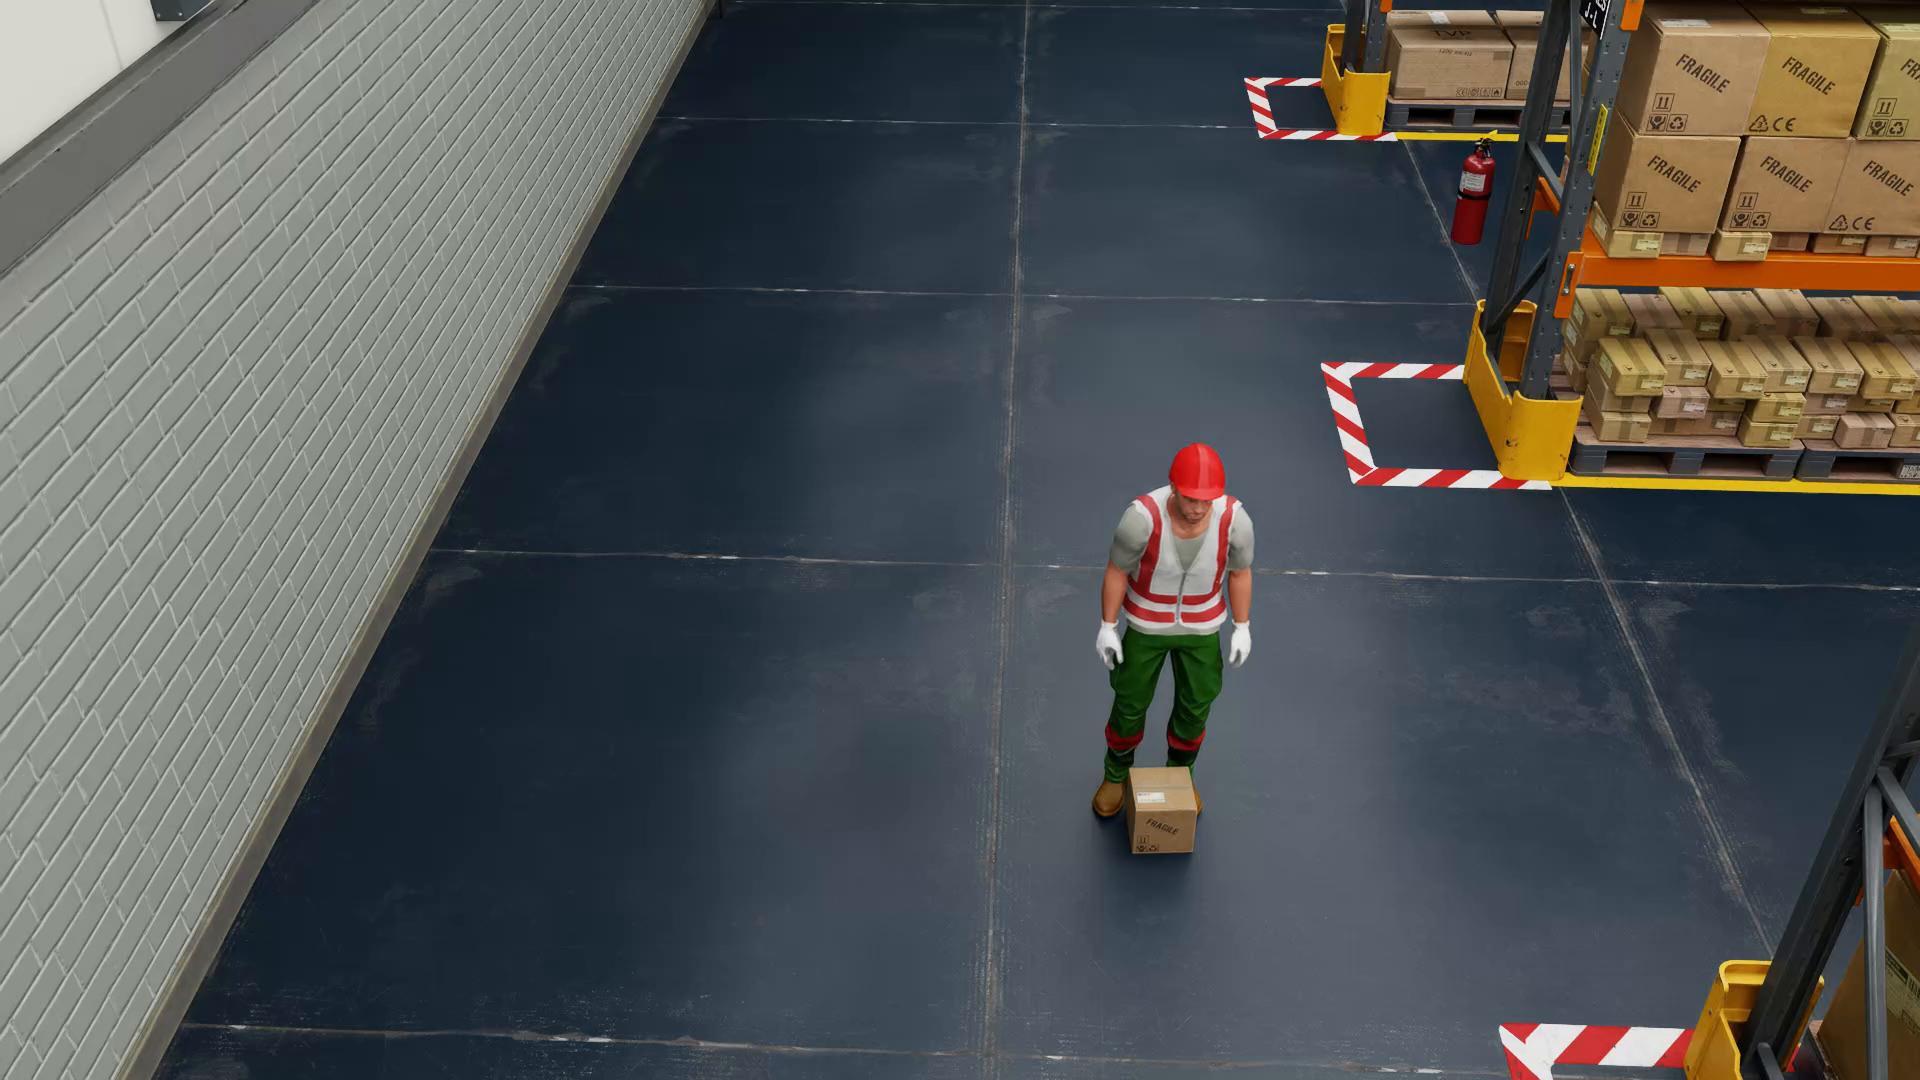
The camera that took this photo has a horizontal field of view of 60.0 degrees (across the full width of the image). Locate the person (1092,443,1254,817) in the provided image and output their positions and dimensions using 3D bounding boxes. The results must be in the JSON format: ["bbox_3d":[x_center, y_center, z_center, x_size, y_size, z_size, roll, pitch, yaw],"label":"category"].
[{"bbox_3d":[0.850,0.360,6.597,0.623,1.780,0.447,0,35,0],"label":"person"}]
